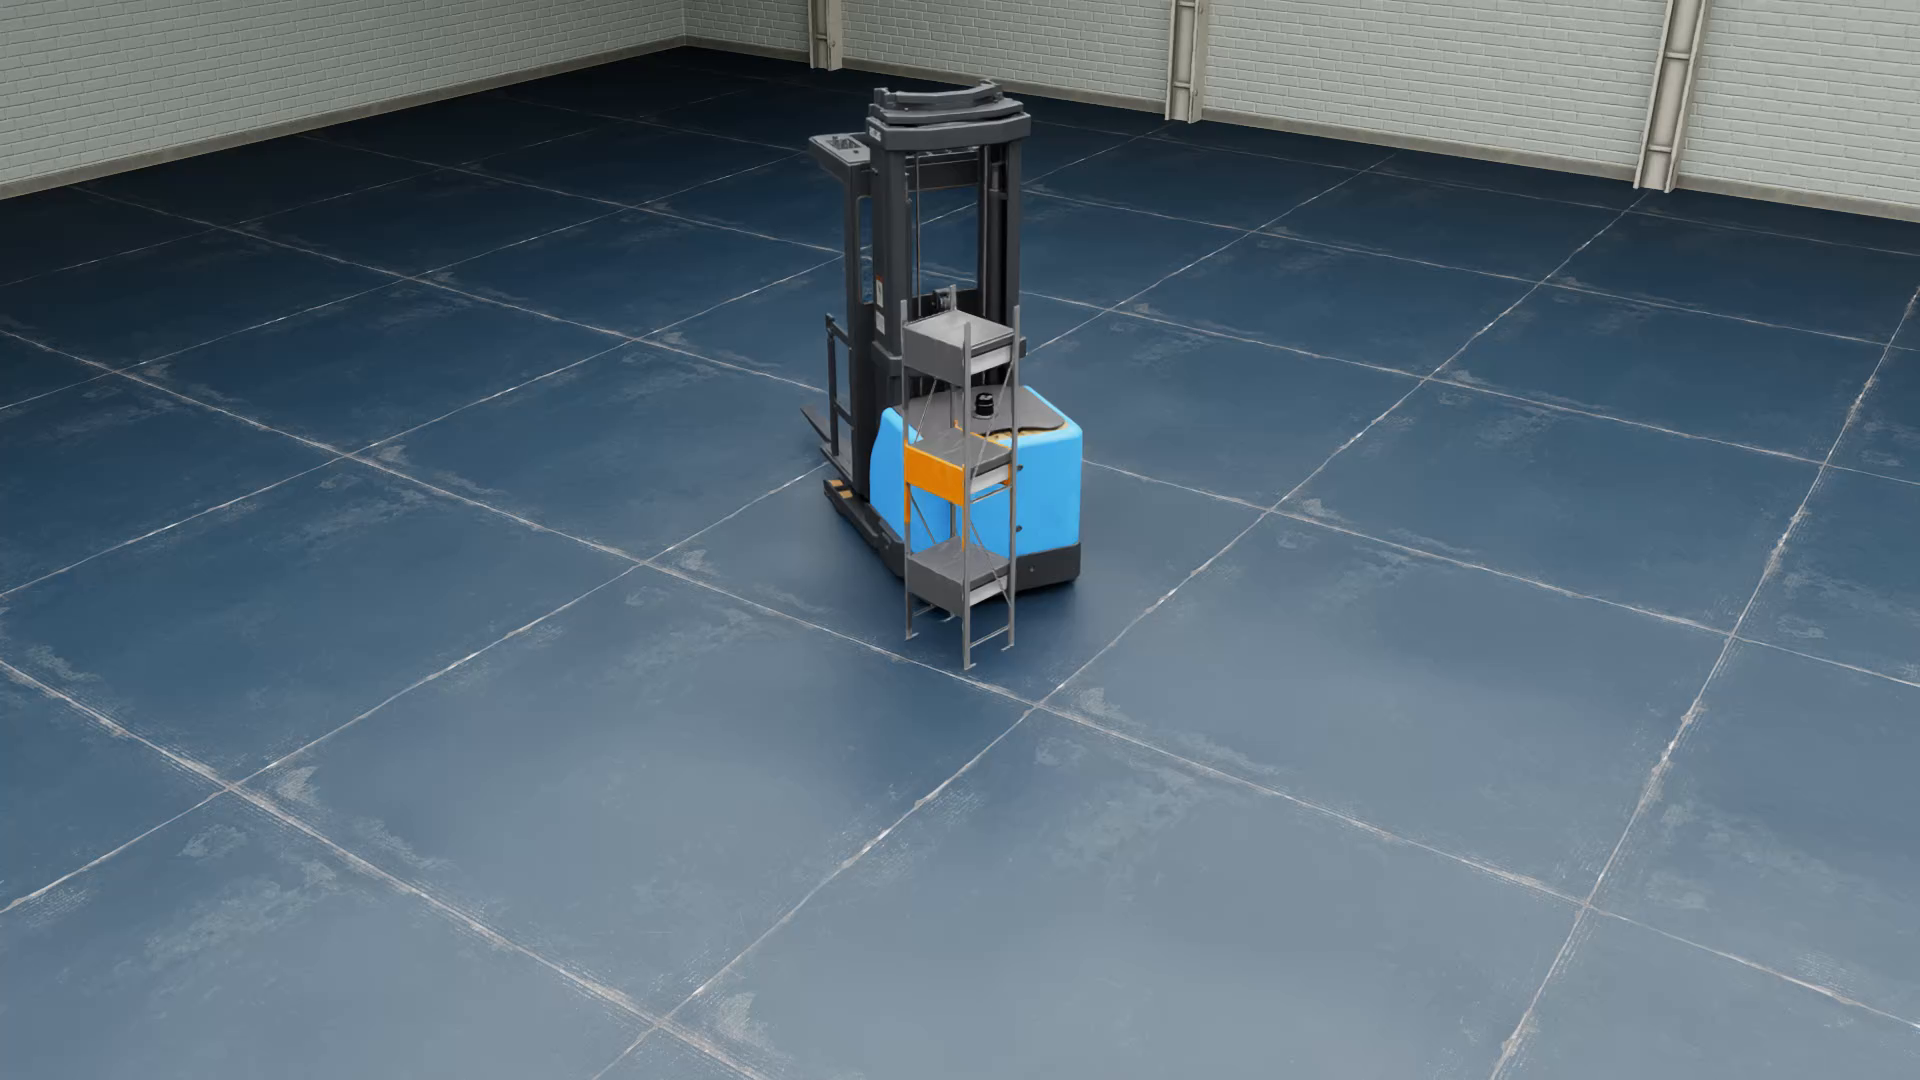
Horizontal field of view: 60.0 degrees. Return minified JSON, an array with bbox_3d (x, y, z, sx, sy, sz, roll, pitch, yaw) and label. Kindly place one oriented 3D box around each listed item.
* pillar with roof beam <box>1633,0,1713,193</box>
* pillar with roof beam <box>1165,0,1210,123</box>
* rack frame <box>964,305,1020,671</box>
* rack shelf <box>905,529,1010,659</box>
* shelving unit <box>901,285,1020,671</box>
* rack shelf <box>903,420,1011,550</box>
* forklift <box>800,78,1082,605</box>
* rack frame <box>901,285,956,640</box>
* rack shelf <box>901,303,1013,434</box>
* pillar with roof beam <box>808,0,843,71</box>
[{"bbox_3d":[5.454,-6.409,13.697,0.400,9.000,9.100,17,32,30],"label":"pillar with roof beam"},{"bbox_3d":[0.508,-7.950,16.724,0.400,9.000,9.100,17,32,30],"label":"pillar with roof beam"},{"bbox_3d":[0.170,-0.248,9.197,0.400,2.100,0.015,-24,35,-39],"label":"rack frame"},{"bbox_3d":[0.000,0.308,9.677,0.431,0.518,0.480,-24,35,-39],"label":"rack shelf"},{"bbox_3d":[0.000,-0.328,9.353,0.431,2.100,0.503,-24,35,-39],"label":"shelving unit"},{"bbox_3d":[0.000,-0.316,9.359,0.431,0.518,0.480,-24,35,-39],"label":"rack shelf"},{"bbox_3d":[-0.294,-1.548,10.834,1.130,2.935,3.031,-11,29,-21],"label":"forklift"},{"bbox_3d":[-0.171,-0.407,9.508,0.400,2.100,0.015,-24,35,-39],"label":"rack frame"},{"bbox_3d":[0.000,-0.939,9.042,0.431,0.518,0.480,-24,35,-39],"label":"rack shelf"},{"bbox_3d":[-4.437,-9.491,19.752,0.400,9.000,9.100,17,32,30],"label":"pillar with roof beam"}]
